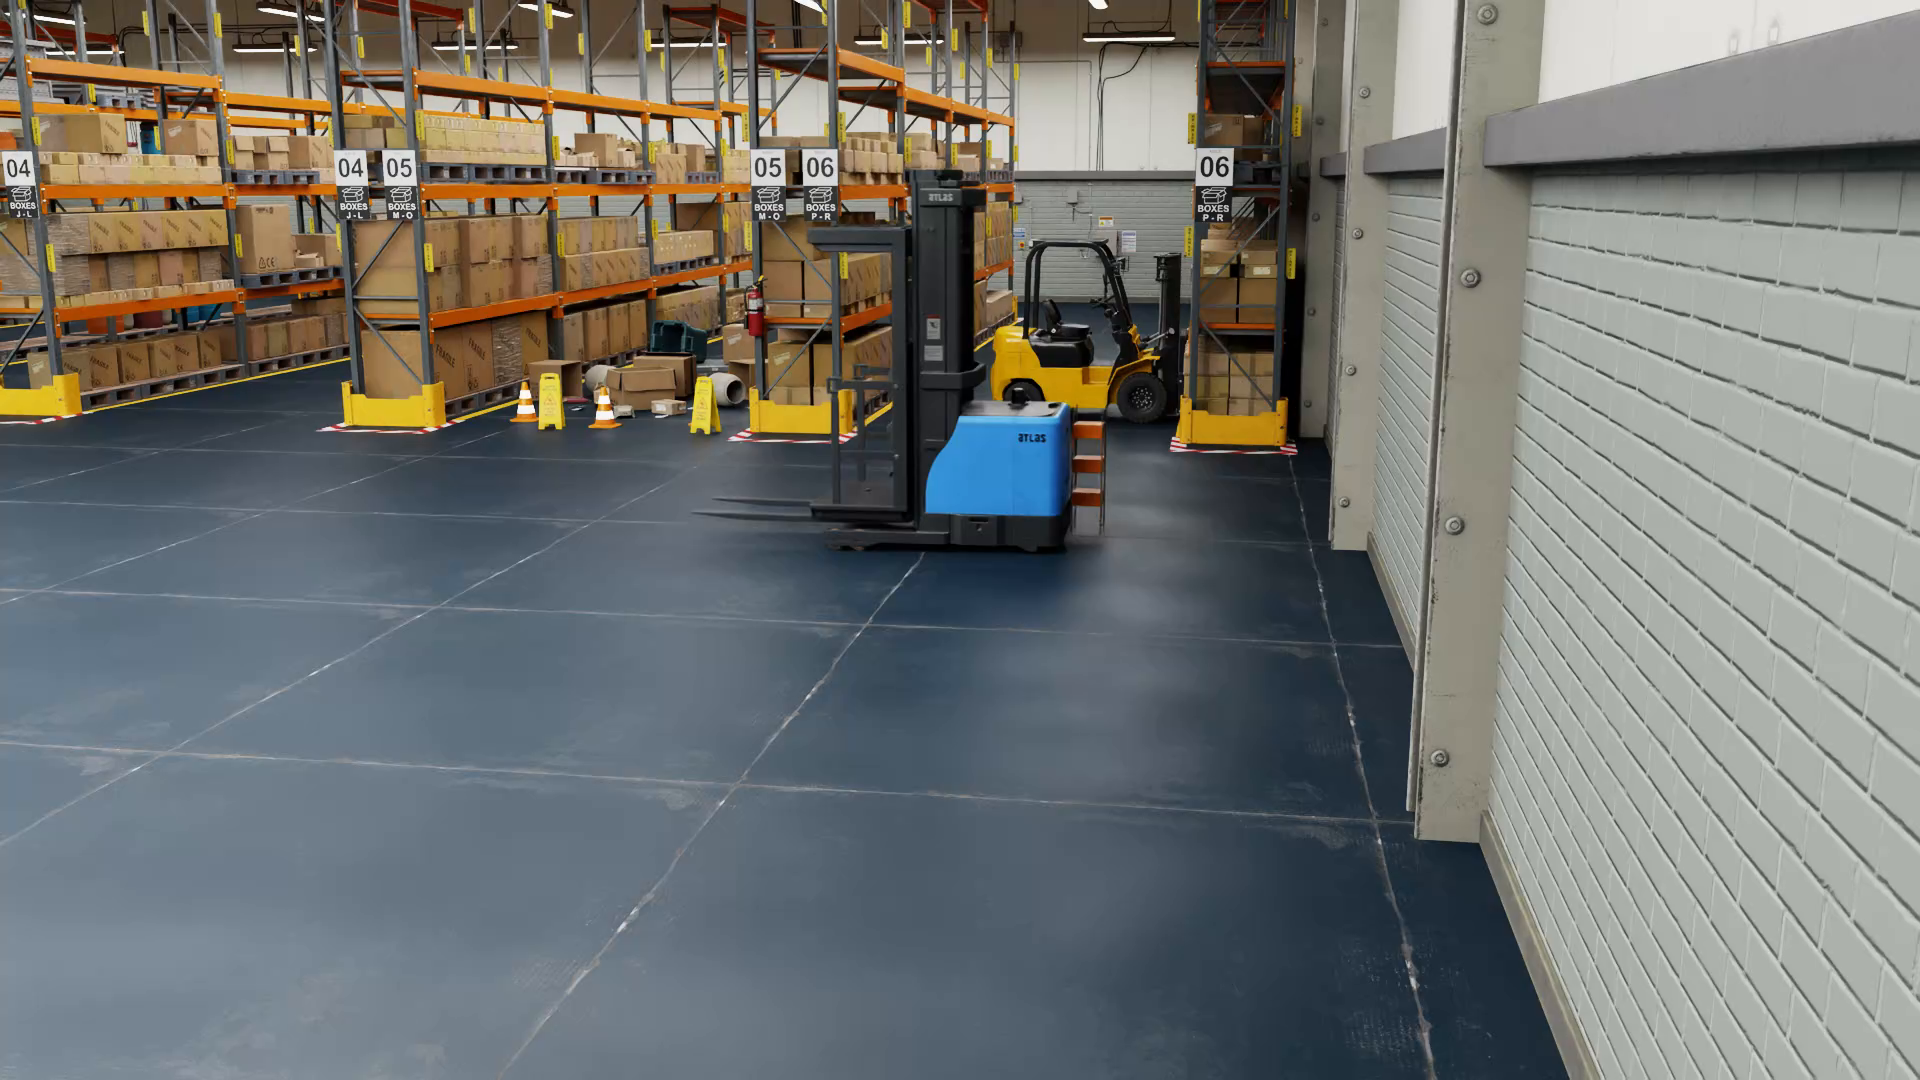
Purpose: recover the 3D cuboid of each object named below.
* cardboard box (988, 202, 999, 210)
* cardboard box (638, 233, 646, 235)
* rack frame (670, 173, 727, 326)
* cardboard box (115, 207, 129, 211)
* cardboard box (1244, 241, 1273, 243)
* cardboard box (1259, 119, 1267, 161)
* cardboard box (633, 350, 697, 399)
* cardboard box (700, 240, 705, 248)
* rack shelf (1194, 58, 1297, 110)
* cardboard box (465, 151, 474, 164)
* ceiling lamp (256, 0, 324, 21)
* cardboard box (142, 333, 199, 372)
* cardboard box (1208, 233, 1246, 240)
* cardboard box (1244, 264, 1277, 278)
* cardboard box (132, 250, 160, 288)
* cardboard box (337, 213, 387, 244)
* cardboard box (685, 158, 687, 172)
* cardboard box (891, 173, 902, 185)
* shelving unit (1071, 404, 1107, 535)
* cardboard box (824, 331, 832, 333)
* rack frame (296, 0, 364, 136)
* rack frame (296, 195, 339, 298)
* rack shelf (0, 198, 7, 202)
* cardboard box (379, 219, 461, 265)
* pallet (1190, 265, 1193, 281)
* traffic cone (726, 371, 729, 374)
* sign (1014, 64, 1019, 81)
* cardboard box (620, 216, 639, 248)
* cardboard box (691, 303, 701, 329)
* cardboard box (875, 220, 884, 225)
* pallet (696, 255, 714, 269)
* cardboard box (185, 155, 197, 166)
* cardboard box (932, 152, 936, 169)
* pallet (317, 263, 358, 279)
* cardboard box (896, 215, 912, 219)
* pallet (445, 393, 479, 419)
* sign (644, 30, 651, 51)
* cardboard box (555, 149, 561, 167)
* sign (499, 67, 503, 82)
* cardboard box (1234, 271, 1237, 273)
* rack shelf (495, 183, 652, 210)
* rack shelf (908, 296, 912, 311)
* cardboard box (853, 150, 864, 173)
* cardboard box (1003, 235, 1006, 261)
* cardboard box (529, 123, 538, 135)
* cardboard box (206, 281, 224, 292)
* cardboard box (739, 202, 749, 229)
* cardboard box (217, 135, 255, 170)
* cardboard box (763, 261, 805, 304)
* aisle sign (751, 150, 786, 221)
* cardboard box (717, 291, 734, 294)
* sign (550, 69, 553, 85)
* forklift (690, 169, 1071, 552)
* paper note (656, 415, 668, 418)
[{"bbox_3d":[0.544,-6.449,32.146,0.380,0.149,0.250,2,12,9],"label":"cardboard box"},{"bbox_3d":[-5.712,-5.286,29.090,0.380,0.149,0.250,2,12,11],"label":"cardboard box"},{"bbox_3d":[-4.920,-5.360,31.243,1.000,3.000,0.127,2,12,9],"label":"rack frame"},{"bbox_3d":[-18.775,-7.132,36.856,0.500,0.500,0.500,2,12,8],"label":"cardboard box"},{"bbox_3d":[3.804,-3.724,21.168,0.380,0.149,0.250,2,12,8],"label":"cardboard box"},{"bbox_3d":[3.257,-4.764,19.879,0.797,0.503,0.637,2,12,10],"label":"cardboard box"},{"bbox_3d":[-3.955,-2.211,22.236,0.797,0.637,0.503,2,12,9],"label":"cardboard box"},{"bbox_3d":[-4.867,-5.392,30.286,0.380,0.149,0.250,2,12,11],"label":"cardboard box"},{"bbox_3d":[3.354,-5.364,19.680,1.077,0.370,4.000,2,12,9],"label":"rack shelf"},{"bbox_3d":[-6.241,-4.731,20.566,0.380,0.149,0.250,2,12,9],"label":"cardboard box"},{"bbox_3d":[-12.062,-11.224,30.357,0.800,3.185,2.000,2,12,9],"label":"ceiling lamp"},{"bbox_3d":[-11.218,-2.658,23.643,0.500,0.500,0.500,6,14,27],"label":"cardboard box"},{"bbox_3d":[4.345,-4.829,27.539,0.797,0.503,0.637,2,12,7],"label":"cardboard box"},{"bbox_3d":[3.355,-2.990,18.472,0.380,0.149,0.250,2,12,7],"label":"cardboard box"},{"bbox_3d":[-11.373,-3.666,22.439,0.875,0.500,0.500,2,12,9],"label":"cardboard box"},{"bbox_3d":[-10.292,-5.400,28.810,0.797,0.503,0.637,2,12,11],"label":"cardboard box"},{"bbox_3d":[-5.263,-6.811,30.073,0.500,0.311,0.500,2,12,8],"label":"cardboard box"},{"bbox_3d":[-0.991,-4.823,22.228,0.380,0.149,0.250,2,12,9],"label":"cardboard box"},{"bbox_3d":[1.059,-0.580,13.692,0.252,1.050,0.215,3,12,13],"label":"shelving unit"},{"bbox_3d":[-1.754,-2.449,21.487,0.500,0.500,0.500,3,12,12],"label":"cardboard box"},{"bbox_3d":[-10.421,-7.641,27.590,1.000,3.000,0.127,2,12,9],"label":"rack frame"},{"bbox_3d":[-14.084,-6.534,36.694,1.000,3.000,0.127,2,12,9],"label":"rack frame"},{"bbox_3d":[-19.901,-6.561,31.407,1.077,0.370,4.000,2,12,9],"label":"rack shelf"},{"bbox_3d":[-6.677,-3.656,20.420,0.875,0.550,0.550,2,12,9],"label":"cardboard box"},{"bbox_3d":[4.311,-4.277,26.675,1.213,0.211,1.003,2,12,9],"label":"pallet"},{"bbox_3d":[-3.380,-2.711,24.975,0.336,0.463,0.334,2,12,9],"label":"traffic cone"},{"bbox_3d":[1.136,-9.460,33.626,0.100,0.325,0.005,2,12,9],"label":"sign"},{"bbox_3d":[-5.614,-4.971,26.831,0.700,0.500,0.500,2,12,8],"label":"cardboard box"},{"bbox_3d":[-4.948,-3.967,29.719,0.500,0.500,0.500,2,12,7],"label":"cardboard box"},{"bbox_3d":[-1.303,-4.519,23.862,0.380,0.149,0.250,2,12,7],"label":"cardboard box"},{"bbox_3d":[-5.182,-5.111,30.547,1.003,0.211,1.213,2,12,9],"label":"pallet"},{"bbox_3d":[-10.885,-5.279,23.160,0.380,0.149,0.250,1,12,6],"label":"cardboard box"},{"bbox_3d":[-0.625,-5.473,24.008,0.500,0.250,0.500,2,12,8],"label":"cardboard box"},{"bbox_3d":[-10.425,-4.463,27.538,1.213,0.211,1.003,2,12,9],"label":"pallet"},{"bbox_3d":[-0.808,-5.041,27.155,0.500,0.500,0.500,2,12,7],"label":"cardboard box"},{"bbox_3d":[-6.720,-1.667,20.730,1.003,0.211,1.213,2,12,9],"label":"pallet"},{"bbox_3d":[-4.986,-7.976,26.552,0.100,0.325,0.005,2,12,9],"label":"sign"},{"bbox_3d":[-6.178,-5.606,24.386,0.500,0.250,0.500,2,12,8],"label":"cardboard box"},{"bbox_3d":[-9.738,-9.860,35.292,0.100,0.325,0.005,2,12,9],"label":"sign"},{"bbox_3d":[3.030,-2.936,19.761,0.500,0.500,0.500,2,12,8],"label":"cardboard box"},{"bbox_3d":[-5.843,-5.225,25.207,1.077,0.370,4.000,2,12,9],"label":"rack shelf"},{"bbox_3d":[-0.936,-3.620,24.876,1.077,0.370,4.000,2,12,9],"label":"rack shelf"},{"bbox_3d":[-1.432,-4.461,19.604,0.500,0.250,0.500,2,12,8],"label":"cardboard box"},{"bbox_3d":[0.627,-5.781,32.963,0.500,0.500,0.500,2,12,10],"label":"cardboard box"},{"bbox_3d":[-5.931,-5.543,22.442,0.380,0.149,0.250,2,12,8],"label":"cardboard box"},{"bbox_3d":[-10.826,-3.647,23.893,0.380,0.149,0.250,2,12,9],"label":"cardboard box"},{"bbox_3d":[-4.437,-6.341,32.480,0.500,0.500,0.500,2,12,10],"label":"cardboard box"},{"bbox_3d":[-10.866,-5.693,24.427,0.797,0.503,0.637,1,12,6],"label":"cardboard box"},{"bbox_3d":[-2.048,-3.038,19.529,0.500,0.500,0.500,2,12,8],"label":"cardboard box"},{"bbox_3d":[-2.155,-3.990,18.715,0.394,0.787,0.004,2,12,9],"label":"aisle sign"},{"bbox_3d":[-4.819,-4.975,33.818,0.380,0.149,0.250,2,12,11],"label":"cardboard box"},{"bbox_3d":[-8.656,-9.781,35.116,0.100,0.325,0.005,2,12,9],"label":"sign"},{"bbox_3d":[-0.641,-1.462,13.320,3.031,2.935,1.130,2,12,8],"label":"forklift"},{"bbox_3d":[-3.681,-1.532,20.530,0.148,0.019,0.142,-2,12,-11],"label":"paper note"}]
